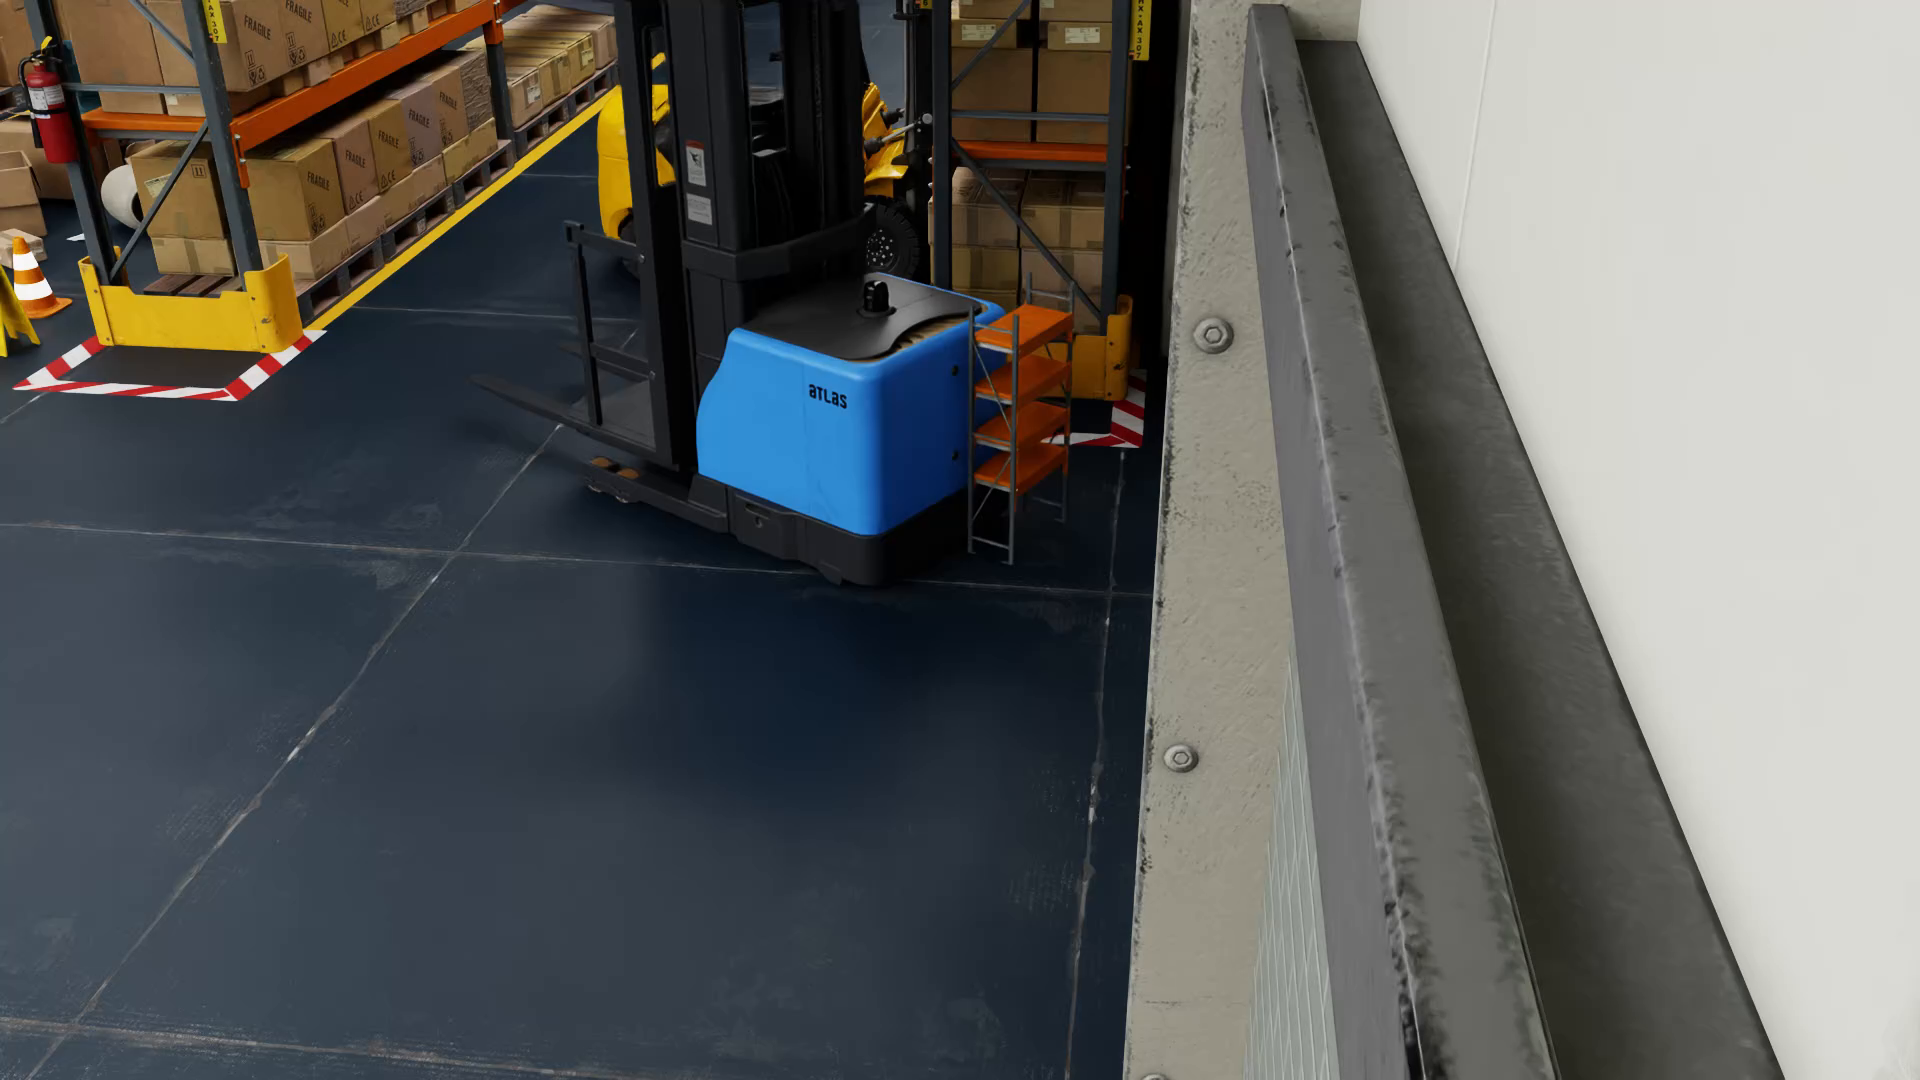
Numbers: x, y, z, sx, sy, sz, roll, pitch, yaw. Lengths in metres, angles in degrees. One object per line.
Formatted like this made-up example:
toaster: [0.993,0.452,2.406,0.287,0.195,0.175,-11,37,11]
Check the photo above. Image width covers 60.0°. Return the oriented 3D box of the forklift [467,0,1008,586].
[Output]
forklift: [-1.244,-1.646,7.715,3.031,2.935,1.130,20,34,33]

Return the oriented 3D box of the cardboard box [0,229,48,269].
cardboard box: [-6.410,-1.974,11.258,0.380,0.149,0.250,20,34,32]

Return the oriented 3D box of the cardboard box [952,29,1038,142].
cardboard box: [0.160,-2.499,9.121,0.500,0.500,0.500,3,28,5]

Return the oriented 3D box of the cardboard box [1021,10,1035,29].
cardboard box: [0.220,-2.958,9.289,0.380,0.149,0.250,4,29,7]

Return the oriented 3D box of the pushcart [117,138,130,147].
pushcart: [-6.345,-3.333,13.538,1.648,0.377,0.936,-6,29,-11]

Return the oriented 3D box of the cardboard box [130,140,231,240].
cardboard box: [-4.727,-2.192,10.322,0.500,0.500,0.500,4,29,7]

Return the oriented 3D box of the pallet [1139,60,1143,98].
pallet: [1.201,-4.361,15.623,1.003,0.211,1.213,3,28,6]

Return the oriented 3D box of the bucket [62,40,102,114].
bucket: [-6.730,-3.648,13.208,0.726,0.611,0.620,14,21,24]

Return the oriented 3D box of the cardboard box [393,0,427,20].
cardboard box: [-3.999,-3.842,11.300,0.500,0.500,0.500,4,29,8]

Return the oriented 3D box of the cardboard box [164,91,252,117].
cardboard box: [-4.319,-2.533,9.553,0.380,0.149,0.250,3,29,6]

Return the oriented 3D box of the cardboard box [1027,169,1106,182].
cardboard box: [0.665,-2.074,9.839,0.500,0.250,0.500,3,28,6]

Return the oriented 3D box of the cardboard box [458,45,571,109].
cardboard box: [-3.929,-3.992,14.325,0.950,0.372,0.625,5,29,9]

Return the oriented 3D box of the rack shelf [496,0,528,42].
rack shelf: [-3.831,-5.003,14.632,1.077,0.370,4.000,3,28,6]

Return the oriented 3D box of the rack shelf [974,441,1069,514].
rack shelf: [0.272,-0.308,7.616,0.258,0.148,0.480,17,33,28]

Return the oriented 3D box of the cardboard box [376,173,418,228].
cardboard box: [-4.068,-2.331,11.370,0.500,0.250,0.500,5,29,10]

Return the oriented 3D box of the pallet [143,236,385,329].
pallet: [-4.422,-1.684,10.653,1.003,0.211,1.213,3,28,6]

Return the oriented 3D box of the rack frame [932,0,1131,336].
rack frame: [0.361,-2.209,8.687,1.000,3.000,0.127,3,28,6]

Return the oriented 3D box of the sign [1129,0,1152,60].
sign: [0.911,-2.589,8.398,0.100,0.325,0.005,3,28,6]

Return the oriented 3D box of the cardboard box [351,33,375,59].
cardboard box: [-4.080,-3.263,10.909,0.380,0.149,0.250,3,28,5]

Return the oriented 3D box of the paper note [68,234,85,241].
paper note: [-6.173,-2.135,11.693,0.148,0.019,0.142,14,31,24]

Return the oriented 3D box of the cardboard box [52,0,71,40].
cardboard box: [-8.779,-5.002,15.802,1.050,0.750,0.750,4,29,7]

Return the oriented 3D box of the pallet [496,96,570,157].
pallet: [-3.982,-3.517,14.056,1.003,0.211,1.213,3,28,6]

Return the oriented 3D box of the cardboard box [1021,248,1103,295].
cardboard box: [0.624,-1.612,9.509,0.500,0.250,0.500,4,29,7]

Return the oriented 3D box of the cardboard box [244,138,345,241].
cardboard box: [-4.190,-2.175,10.289,0.500,0.500,0.500,2,28,4]

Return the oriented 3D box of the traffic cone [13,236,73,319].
traffic cone: [-5.794,-1.656,10.336,0.336,0.463,0.334,3,28,6]

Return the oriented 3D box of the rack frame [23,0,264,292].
rack frame: [-4.566,-2.495,9.219,1.000,3.000,0.127,3,28,6]

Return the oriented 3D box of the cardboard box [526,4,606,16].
cardboard box: [-3.665,-5.024,16.240,0.950,0.372,0.625,1,28,3]

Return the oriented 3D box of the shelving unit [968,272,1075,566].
shelving unit: [0.272,-0.542,7.490,0.258,1.200,0.503,17,33,28]

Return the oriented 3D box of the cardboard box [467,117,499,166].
cardboard box: [-3.882,-3.059,12.721,0.500,0.250,0.500,5,29,9]

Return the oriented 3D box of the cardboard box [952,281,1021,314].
cardboard box: [0.105,-1.422,9.684,0.500,0.250,0.500,4,29,7]

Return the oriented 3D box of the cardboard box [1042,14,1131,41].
cardboard box: [0.739,-2.716,9.524,0.500,0.500,0.500,4,29,8]

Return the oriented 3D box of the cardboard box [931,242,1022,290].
cardboard box: [0.110,-1.650,9.580,0.500,0.250,0.500,3,28,6]

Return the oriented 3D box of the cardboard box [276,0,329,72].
cardboard box: [-4.172,-3.121,9.962,0.500,0.500,0.500,4,29,8]

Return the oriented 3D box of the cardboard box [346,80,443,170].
cardboard box: [-4.004,-2.909,11.652,0.500,0.500,0.500,5,29,9]

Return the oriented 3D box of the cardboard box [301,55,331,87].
cardboard box: [-4.112,-2.889,10.215,0.380,0.149,0.250,4,29,7]

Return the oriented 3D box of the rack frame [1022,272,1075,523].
rack frame: [0.403,-0.639,7.671,0.240,1.200,0.015,17,33,28]

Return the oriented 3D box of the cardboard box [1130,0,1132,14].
cardboard box: [0.858,-3.157,9.658,0.380,0.149,0.250,4,29,7]

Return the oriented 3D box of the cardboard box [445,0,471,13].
cardboard box: [-3.837,-3.981,12.241,0.380,0.149,0.250,4,29,7]

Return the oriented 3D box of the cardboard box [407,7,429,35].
cardboard box: [-3.934,-3.620,11.572,0.380,0.149,0.250,3,28,5]

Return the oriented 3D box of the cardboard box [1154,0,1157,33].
cardboard box: [1.750,-5.471,16.935,0.500,0.500,0.500,3,29,6]

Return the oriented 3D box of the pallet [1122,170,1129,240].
pallet: [0.712,-2.492,12.153,1.003,0.211,1.213,3,28,6]

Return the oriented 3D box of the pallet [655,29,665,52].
pallet: [-3.414,-5.400,17.551,1.003,0.211,1.213,3,28,6]
